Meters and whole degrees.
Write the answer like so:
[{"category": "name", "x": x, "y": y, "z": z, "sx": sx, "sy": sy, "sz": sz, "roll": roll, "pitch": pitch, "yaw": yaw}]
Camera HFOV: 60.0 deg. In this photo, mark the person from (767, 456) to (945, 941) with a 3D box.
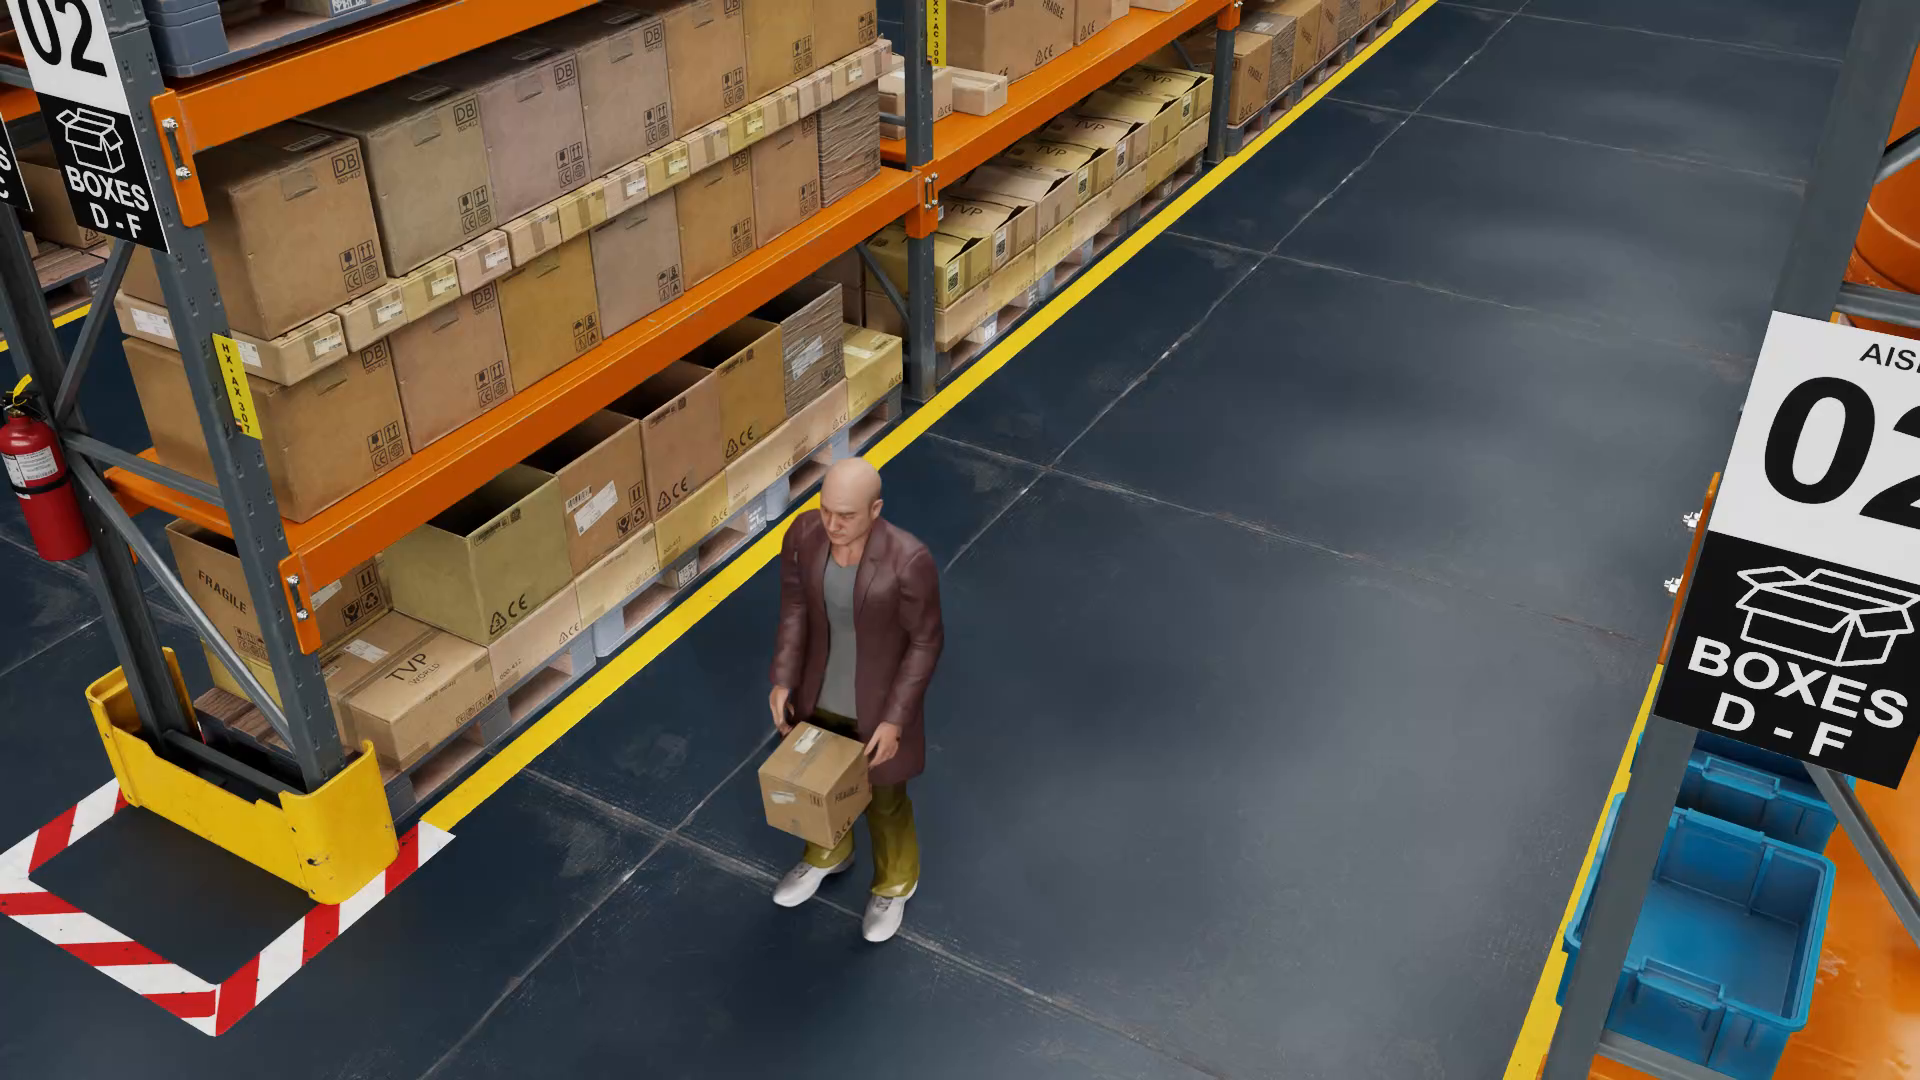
[{"category": "person", "x": -0.340, "y": 0.510, "z": 5.384, "sx": 0.583, "sy": 1.780, "sz": 0.424, "roll": 17, "pitch": 37, "yaw": 23}]
